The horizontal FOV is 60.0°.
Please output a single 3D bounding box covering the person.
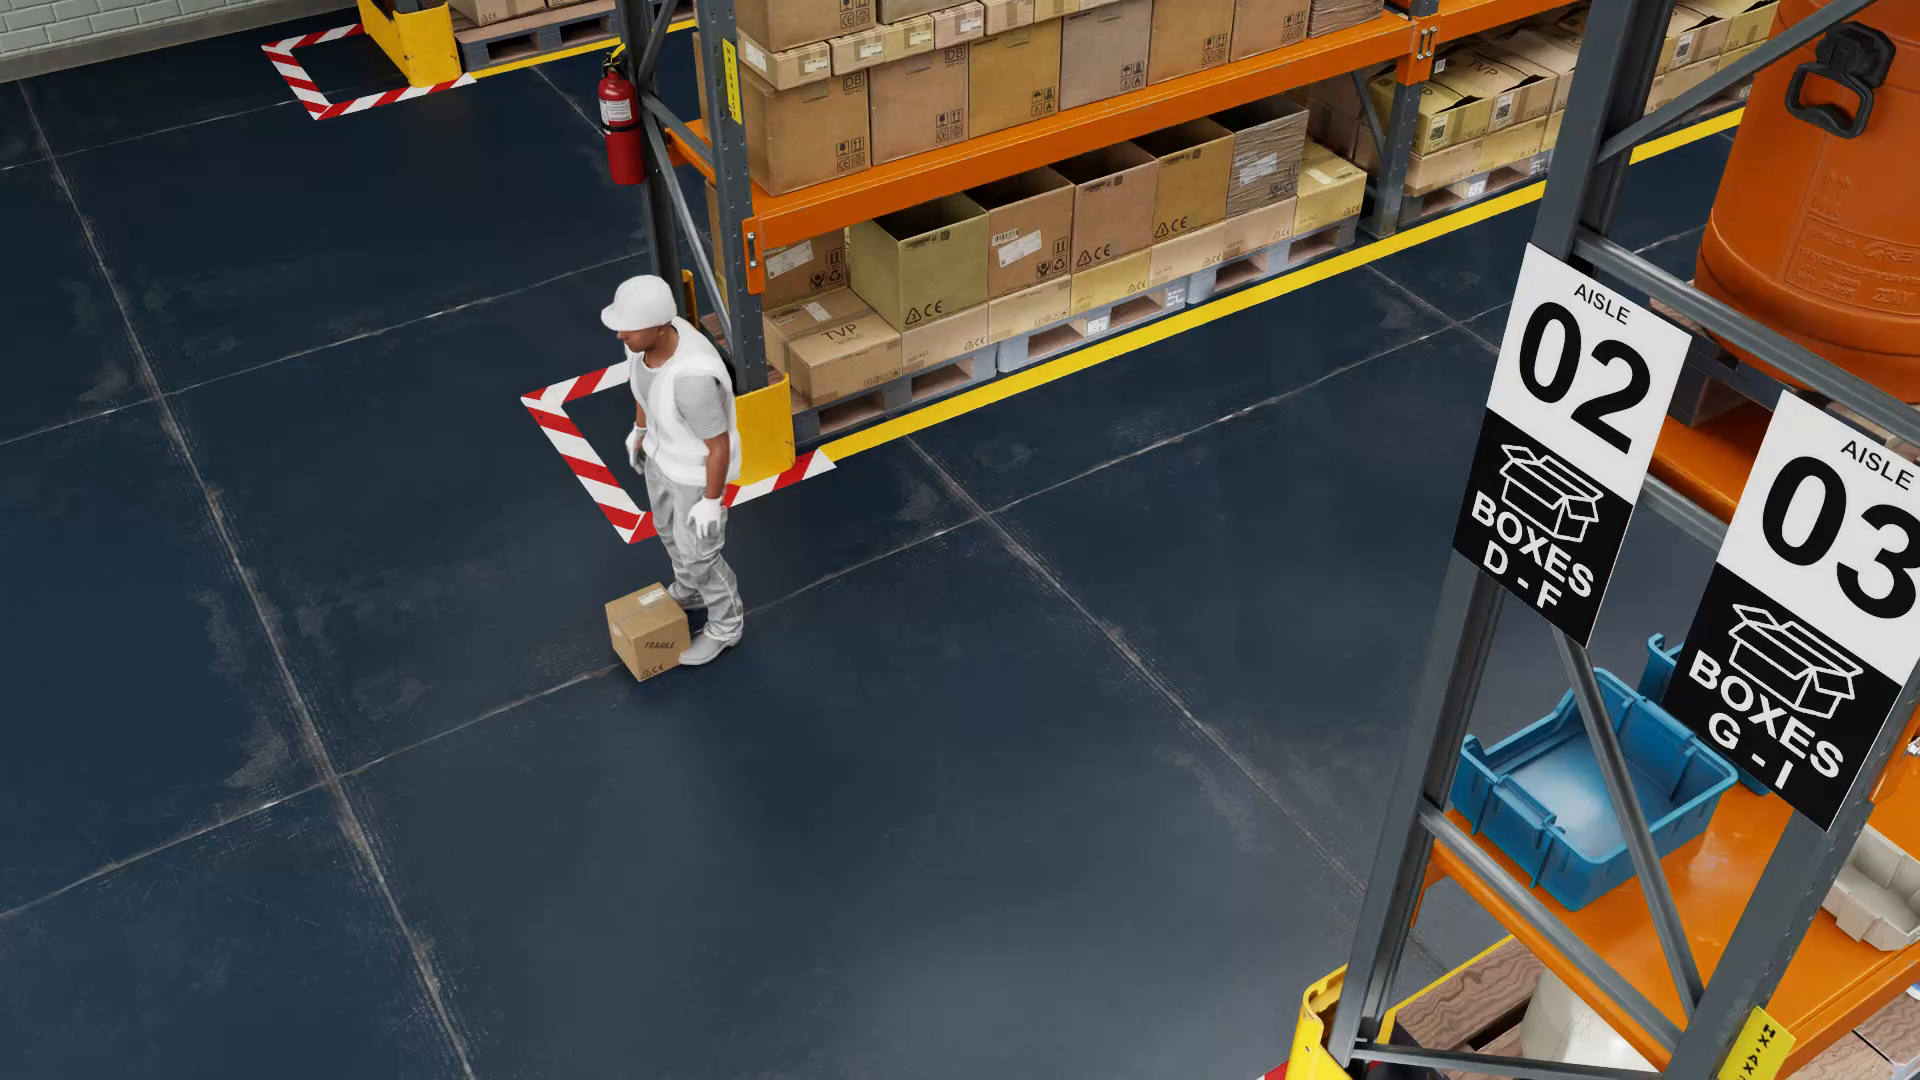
[{"bbox_3d":[-1.090,-0.281,6.478,0.444,1.775,0.632,-24,46,-26],"label":"person"}]
